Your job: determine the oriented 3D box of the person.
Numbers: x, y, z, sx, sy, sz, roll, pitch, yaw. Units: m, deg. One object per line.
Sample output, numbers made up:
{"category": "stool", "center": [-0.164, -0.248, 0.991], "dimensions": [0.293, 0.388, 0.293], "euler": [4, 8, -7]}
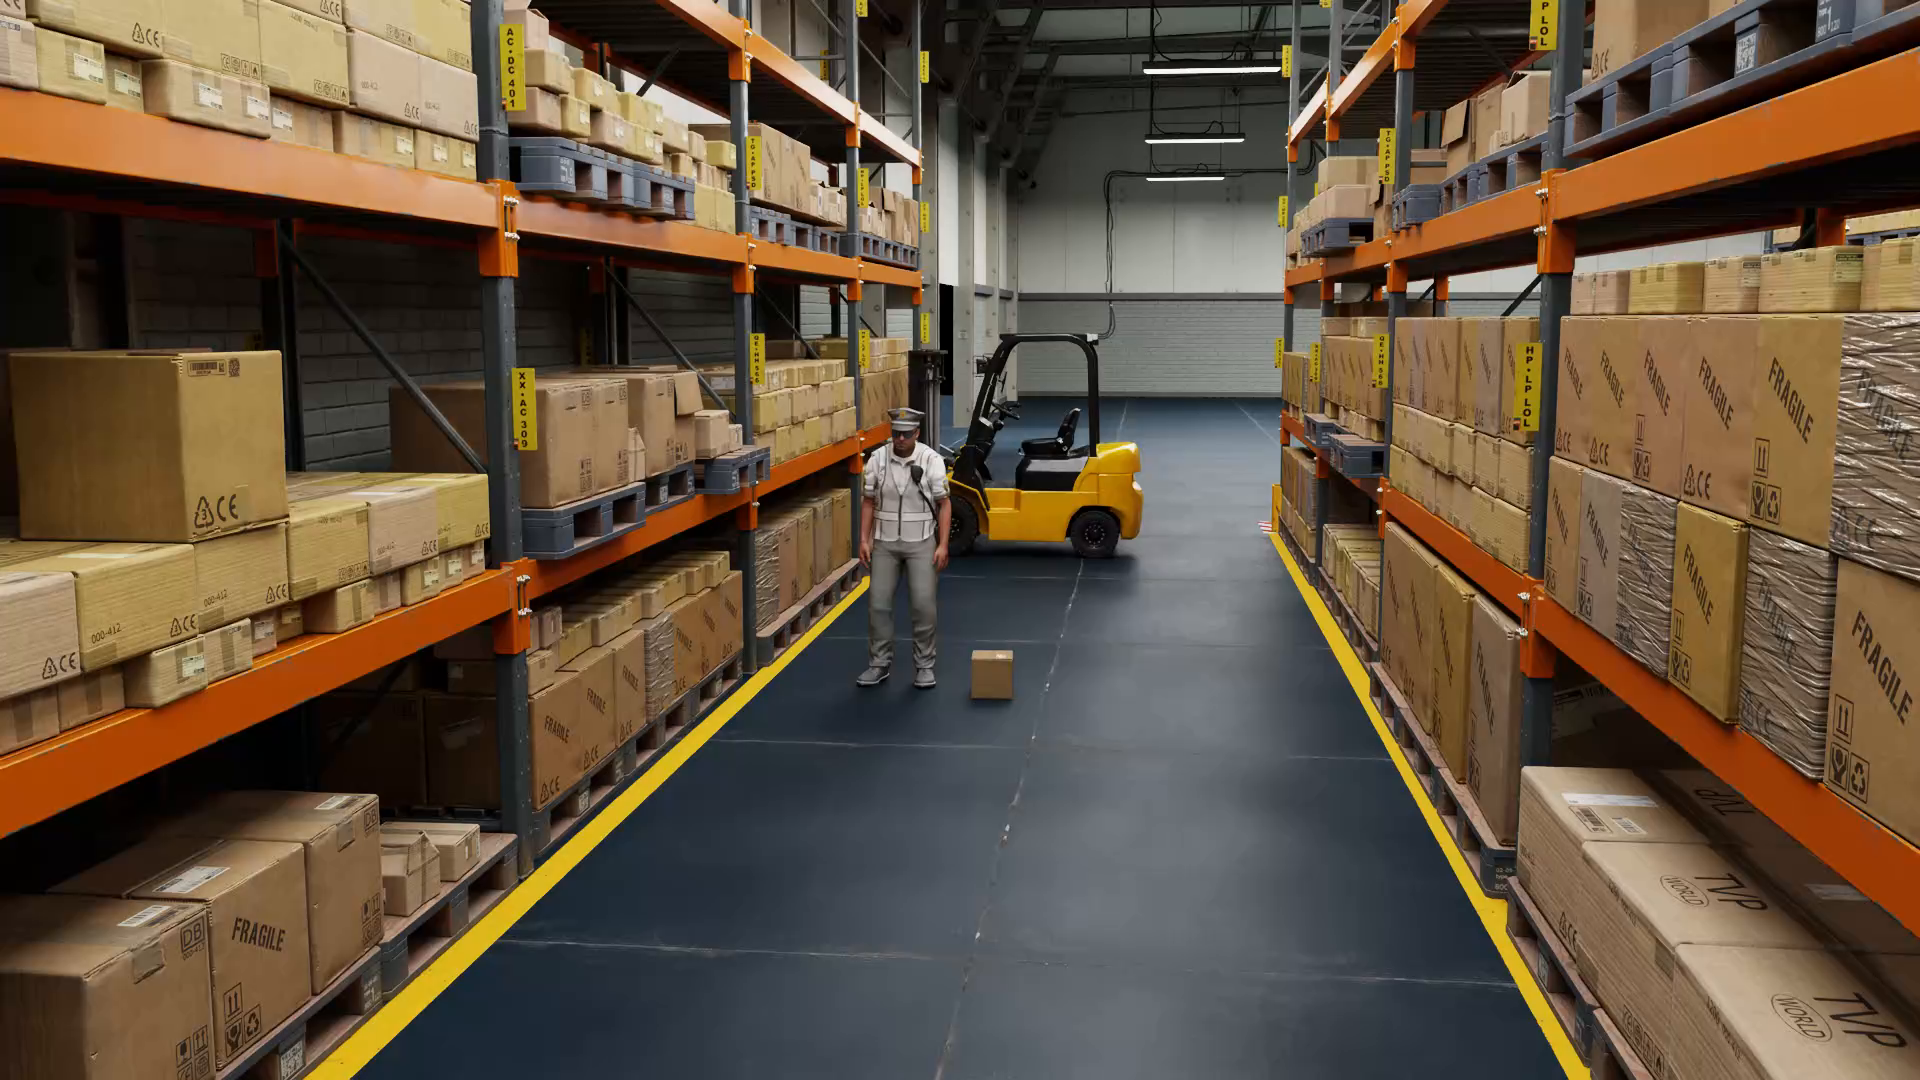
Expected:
{"category": "person", "center": [-0.391, 0.042, 10.448], "dimensions": [0.500, 1.747, 0.335], "euler": [1, 8, 10]}
